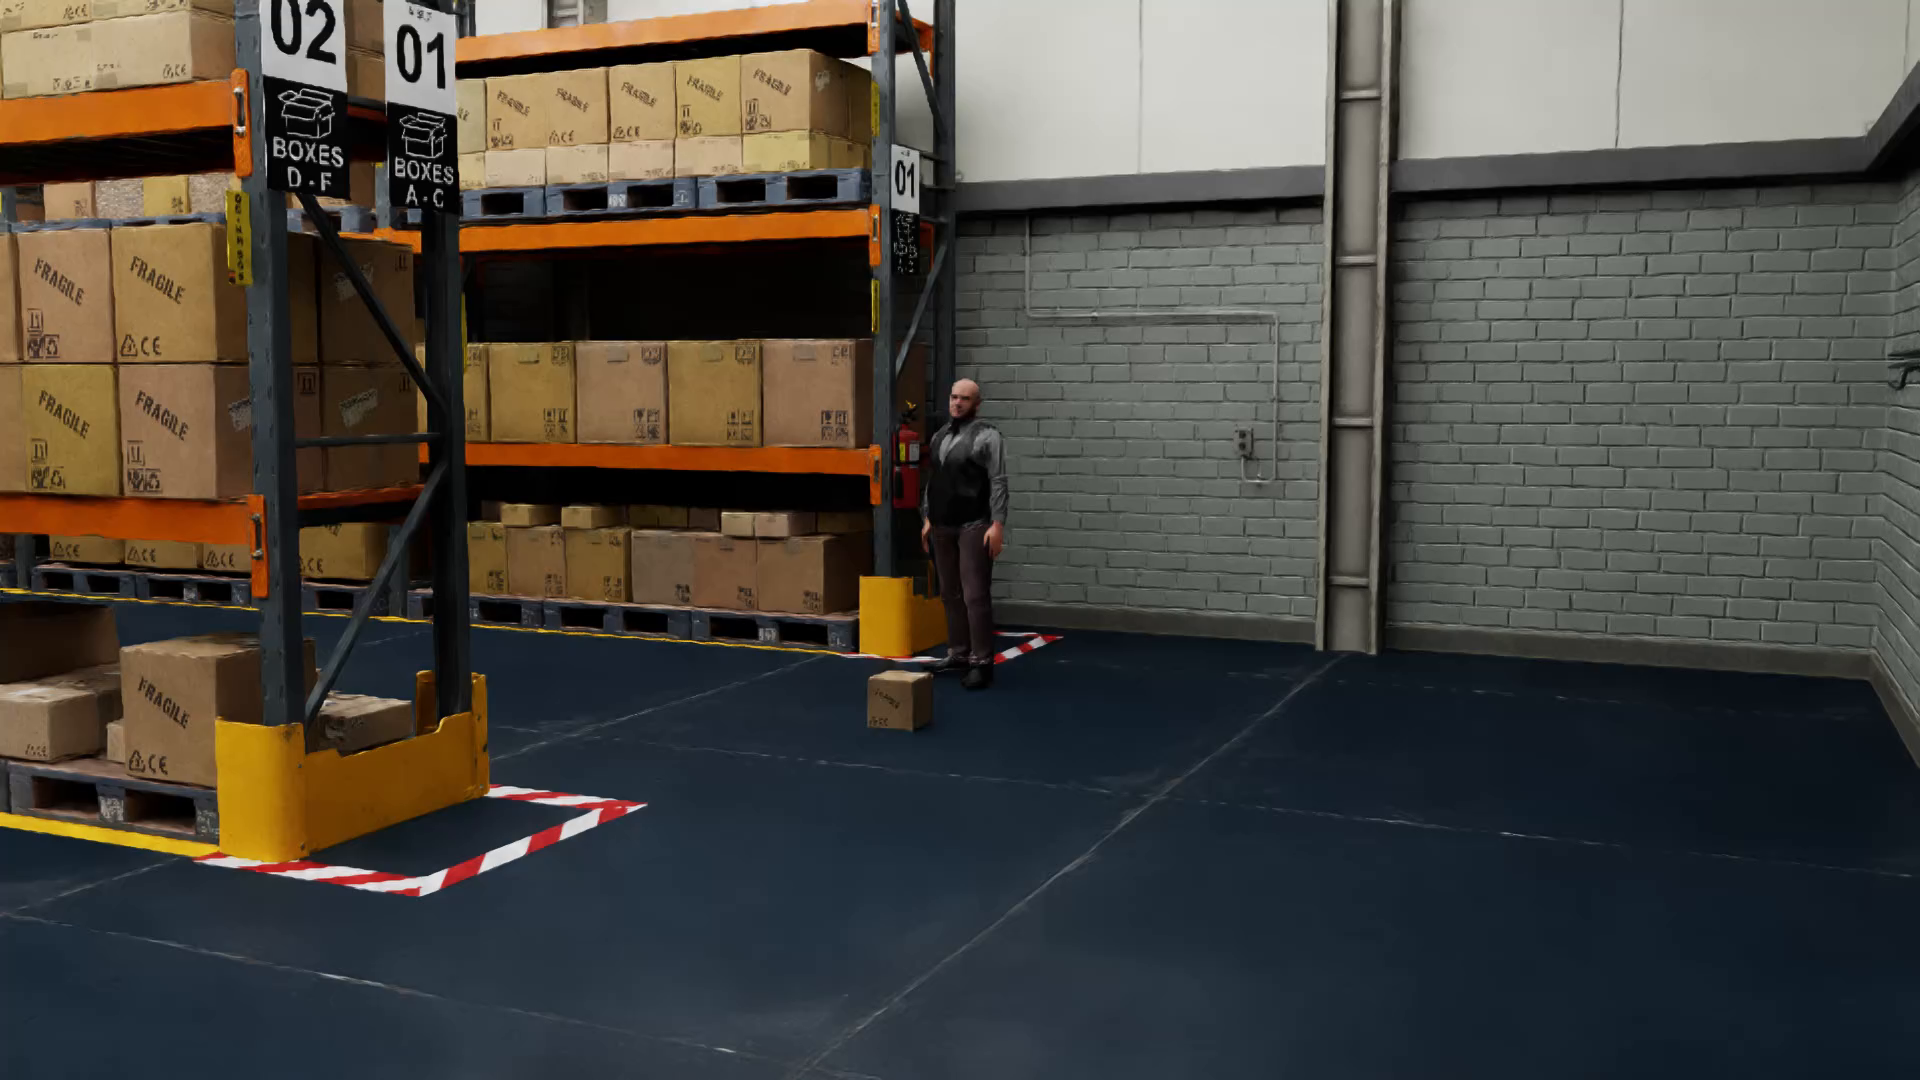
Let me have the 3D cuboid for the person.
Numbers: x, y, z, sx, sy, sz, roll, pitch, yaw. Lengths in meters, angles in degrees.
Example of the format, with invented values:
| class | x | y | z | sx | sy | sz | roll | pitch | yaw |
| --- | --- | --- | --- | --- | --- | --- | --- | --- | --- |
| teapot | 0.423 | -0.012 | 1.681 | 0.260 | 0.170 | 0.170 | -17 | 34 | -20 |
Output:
| class | x | y | z | sx | sy | sz | roll | pitch | yaw |
| --- | --- | --- | --- | --- | --- | --- | --- | --- | --- |
| person | 0.008 | -0.054 | 9.541 | 0.393 | 1.733 | 0.609 | -5 | 7 | -42 |
